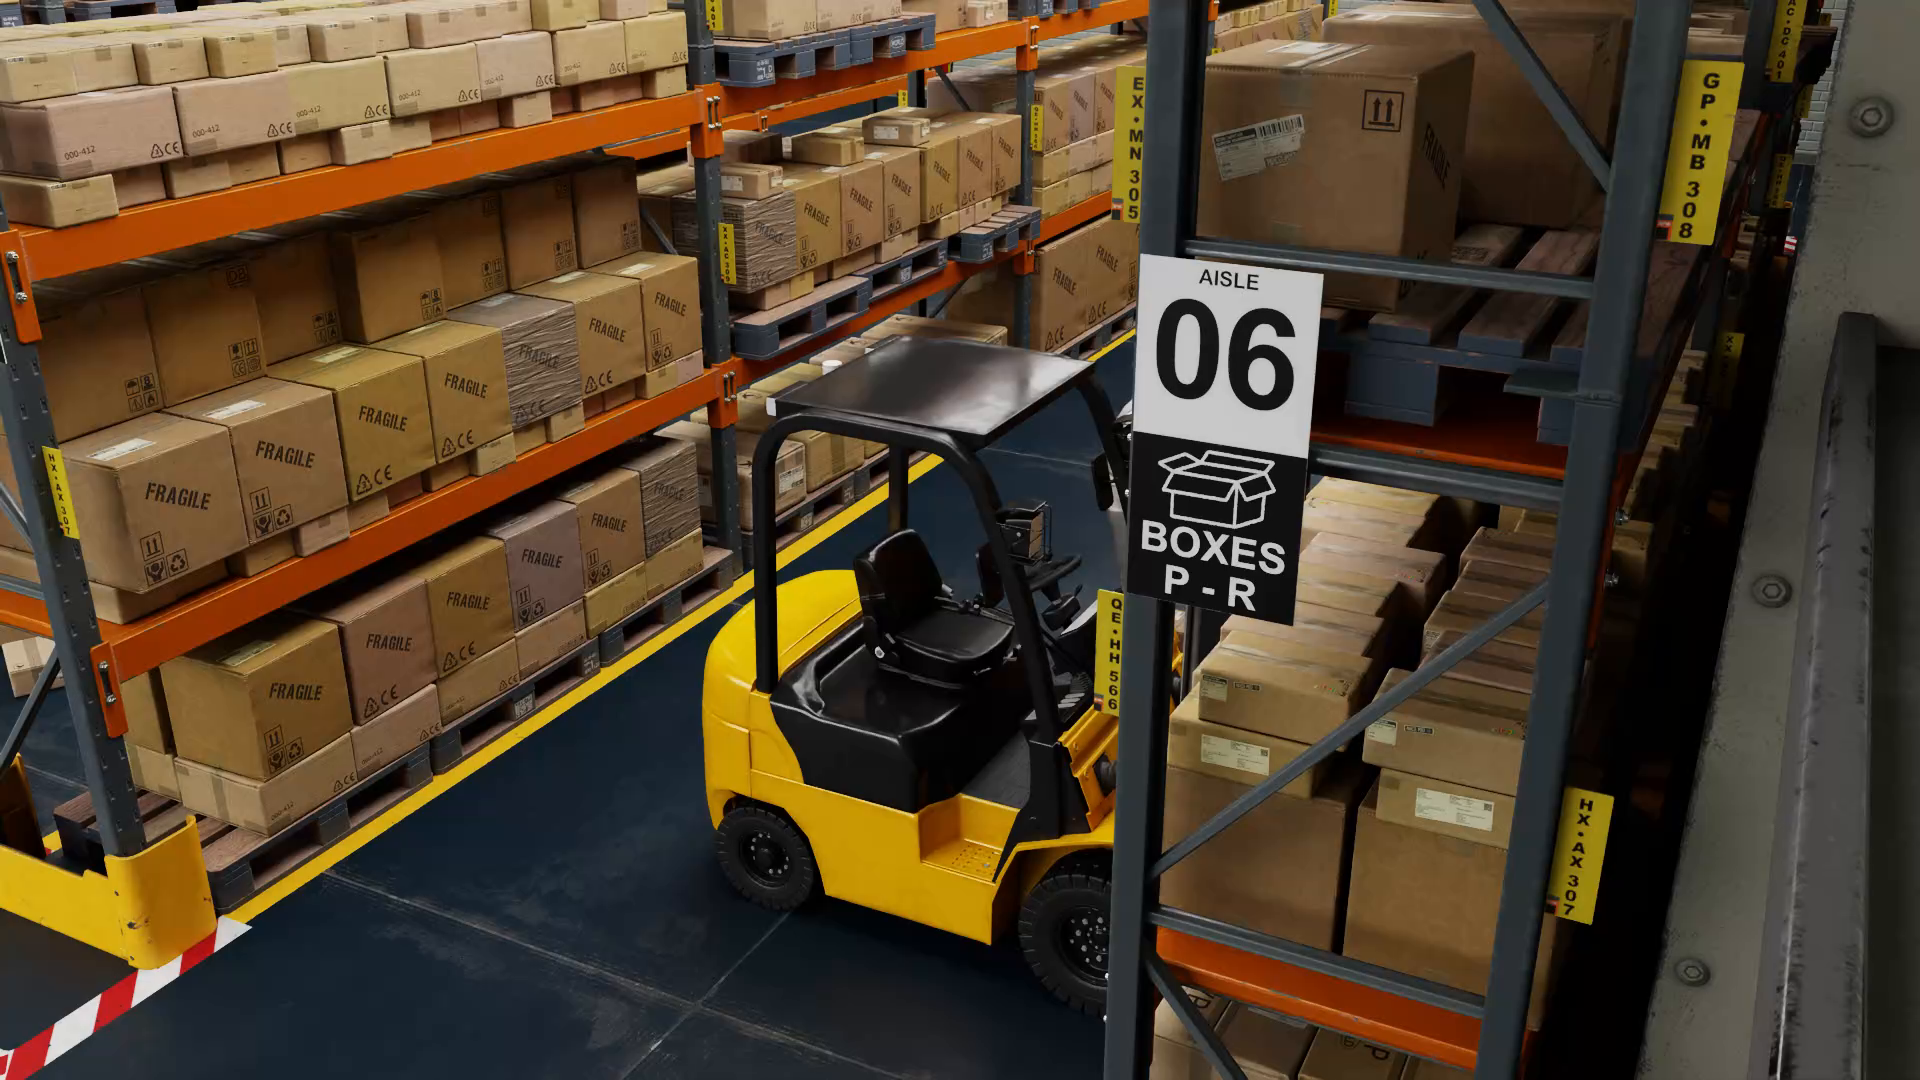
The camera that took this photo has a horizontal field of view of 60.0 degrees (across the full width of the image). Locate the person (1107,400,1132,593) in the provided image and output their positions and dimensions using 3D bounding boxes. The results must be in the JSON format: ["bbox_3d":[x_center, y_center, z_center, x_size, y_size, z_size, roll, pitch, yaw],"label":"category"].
[{"bbox_3d":[0.959,-0.147,8.509,0.421,1.664,0.532,10,25,22],"label":"person"}]
